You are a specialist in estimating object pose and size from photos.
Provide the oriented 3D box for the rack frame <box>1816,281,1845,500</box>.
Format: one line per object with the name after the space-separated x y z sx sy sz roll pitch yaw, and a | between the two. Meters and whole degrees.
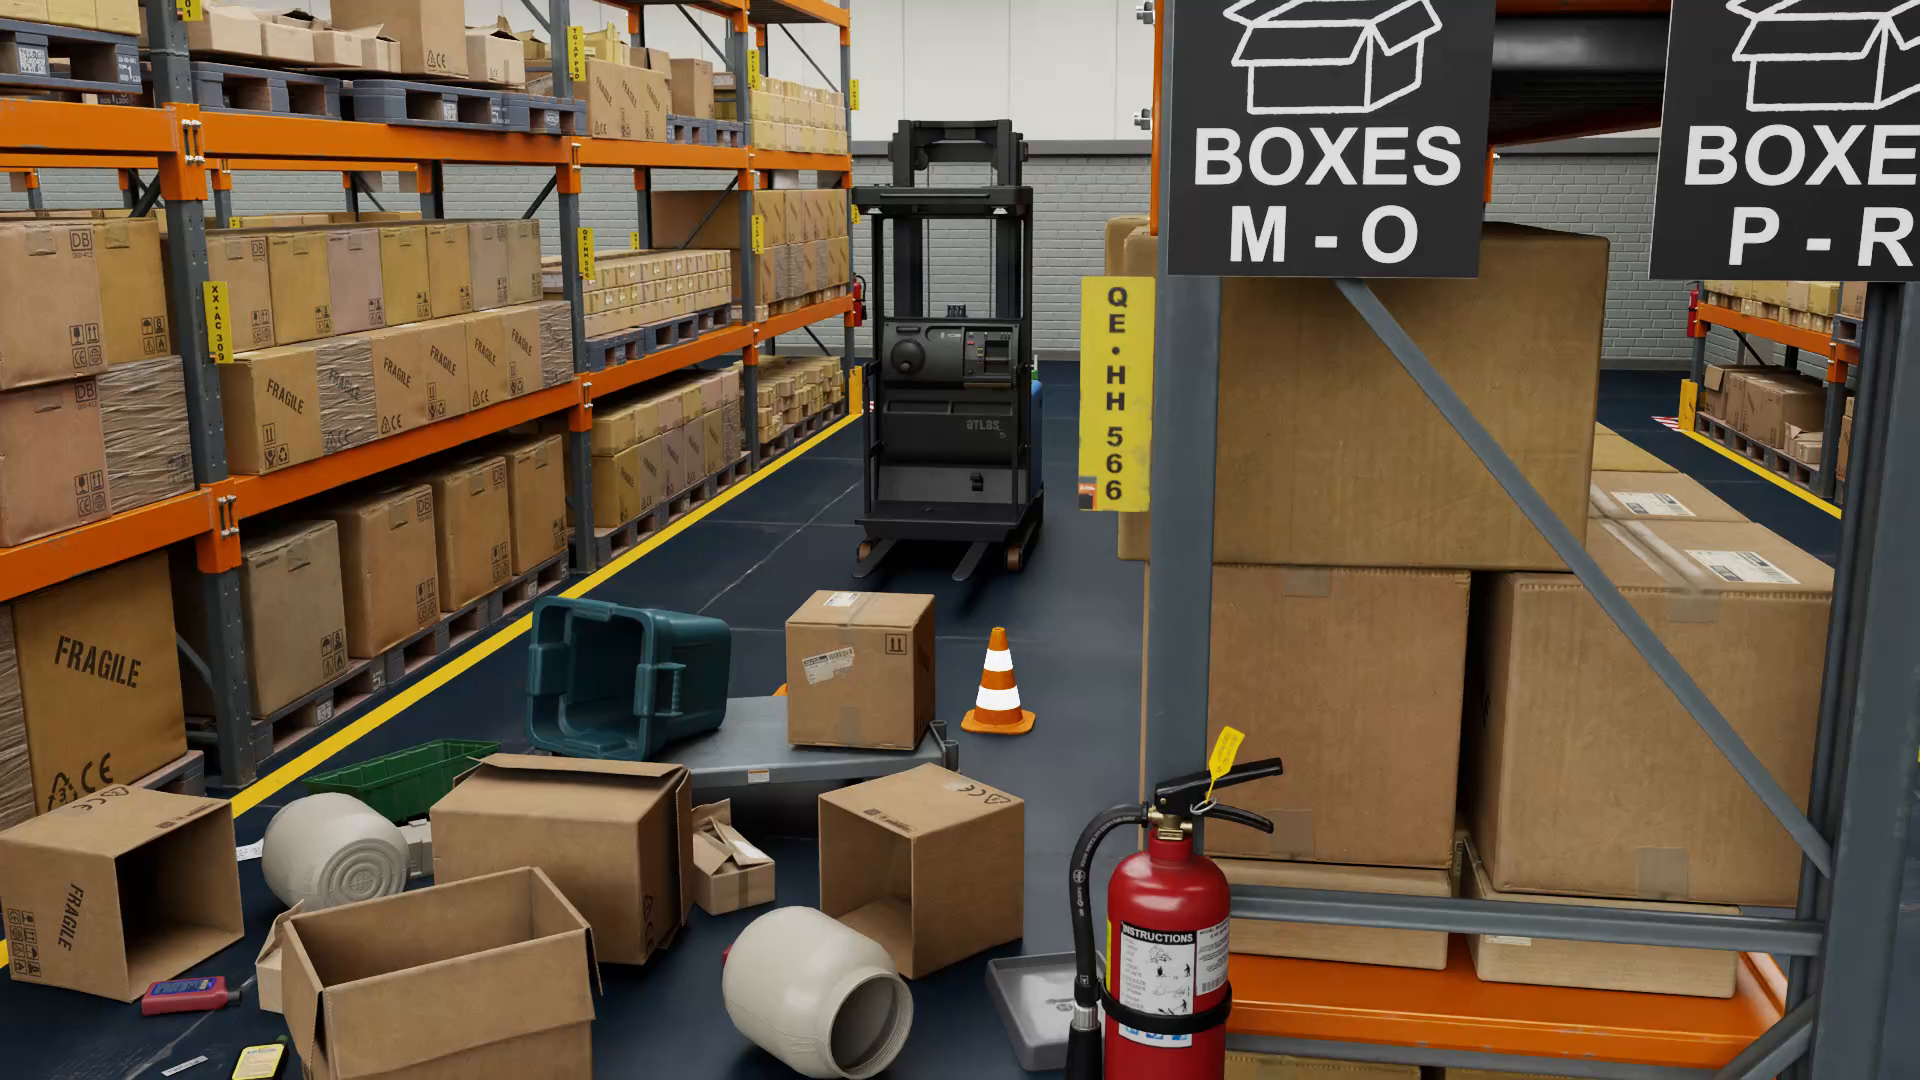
7.512 -1.795 13.204 1.000 3.000 0.127 2 12 9 | rack frame

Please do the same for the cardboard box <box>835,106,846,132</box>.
-1.504 -4.461 17.621 0.500 0.250 0.500 1 12 7 | cardboard box

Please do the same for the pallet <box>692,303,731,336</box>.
-2.561 -1.847 13.897 1.003 0.211 1.213 2 12 9 | pallet

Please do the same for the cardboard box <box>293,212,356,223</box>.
-6.987 -3.353 18.300 0.500 0.500 0.500 2 12 7 | cardboard box

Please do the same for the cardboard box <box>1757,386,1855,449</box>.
7.610 -1.094 14.888 0.700 0.500 0.500 1 12 7 | cardboard box

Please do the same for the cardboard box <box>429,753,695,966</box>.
-1.334 1.054 5.586 0.797 0.637 0.503 2 12 9 | cardboard box

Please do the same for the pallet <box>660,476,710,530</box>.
-2.603 -0.315 12.953 1.003 0.211 1.213 2 12 9 | pallet

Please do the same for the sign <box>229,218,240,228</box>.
-6.647 -2.788 15.251 0.100 0.325 0.005 2 12 9 | sign

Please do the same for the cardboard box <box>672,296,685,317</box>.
-2.362 -1.817 12.903 0.380 0.149 0.250 2 12 11 | cardboard box

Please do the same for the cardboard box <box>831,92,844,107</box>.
-1.445 -4.681 17.697 0.380 0.149 0.250 2 12 8 | cardboard box

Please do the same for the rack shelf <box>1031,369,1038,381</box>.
0.372 -1.234 12.895 0.258 0.148 0.480 8 14 31 | rack shelf

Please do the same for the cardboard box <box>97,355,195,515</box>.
-3.575 -0.426 6.492 0.875 0.550 0.550 2 12 9 | cardboard box

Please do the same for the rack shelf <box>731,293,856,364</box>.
-1.992 -2.159 16.601 1.077 0.370 4.000 2 12 9 | rack shelf

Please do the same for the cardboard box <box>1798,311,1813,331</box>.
7.347 -1.857 14.086 0.380 0.149 0.250 2 12 10 | cardboard box

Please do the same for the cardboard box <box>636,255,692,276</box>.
-2.332 -2.163 13.096 0.380 0.149 0.250 1 12 7 | cardboard box

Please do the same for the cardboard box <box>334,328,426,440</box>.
-3.027 -0.788 8.293 0.500 0.500 0.500 2 12 8 | cardboard box

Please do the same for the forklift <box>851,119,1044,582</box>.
-0.091 -1.301 11.075 1.130 2.935 3.031 2 12 8 | forklift

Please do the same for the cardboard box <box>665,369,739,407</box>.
-2.164 -1.281 13.976 0.500 0.250 0.500 2 12 7 | cardboard box

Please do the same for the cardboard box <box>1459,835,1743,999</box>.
1.018 0.601 2.679 0.380 0.149 0.250 2 12 9 | cardboard box

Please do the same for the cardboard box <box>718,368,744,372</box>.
-2.283 -1.657 16.921 0.380 0.149 0.250 2 12 10 | cardboard box

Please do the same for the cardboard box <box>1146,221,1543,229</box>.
0.710 -0.359 3.222 0.700 0.500 0.500 2 12 9 | cardboard box

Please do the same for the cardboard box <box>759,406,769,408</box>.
-1.977 -1.172 15.378 0.380 0.149 0.250 2 12 9 | cardboard box

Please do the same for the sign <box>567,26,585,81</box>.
-2.368 -3.000 10.259 0.100 0.325 0.005 2 12 9 | sign

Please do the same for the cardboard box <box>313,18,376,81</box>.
-3.399 -2.584 8.722 0.500 0.311 0.500 2 12 8 | cardboard box

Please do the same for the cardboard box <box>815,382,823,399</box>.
-1.629 -1.549 17.125 0.380 0.149 0.250 2 12 9 | cardboard box

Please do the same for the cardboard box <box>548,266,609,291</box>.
-2.613 -1.781 11.326 0.380 0.149 0.250 2 12 7 | cardboard box

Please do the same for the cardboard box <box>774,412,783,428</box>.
-1.909 -1.135 15.910 0.380 0.149 0.250 2 12 7 | cardboard box

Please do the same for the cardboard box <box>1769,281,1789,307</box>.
7.502 -2.190 14.683 0.500 0.250 0.500 2 12 8 | cardboard box

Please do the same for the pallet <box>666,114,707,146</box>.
-2.656 -3.128 12.715 1.213 0.211 1.003 2 12 9 | pallet

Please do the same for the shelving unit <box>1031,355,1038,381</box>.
0.372 -0.827 12.983 0.258 1.200 0.503 8 14 31 | shelving unit

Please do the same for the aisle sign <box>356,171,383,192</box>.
-6.855 -4.405 19.141 0.394 0.787 0.004 2 12 9 | aisle sign

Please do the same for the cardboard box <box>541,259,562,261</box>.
-3.091 -2.021 12.440 0.380 0.149 0.250 2 12 11 | cardboard box

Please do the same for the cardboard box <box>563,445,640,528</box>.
-2.554 -0.384 11.594 0.500 0.500 0.500 1 12 6 | cardboard box

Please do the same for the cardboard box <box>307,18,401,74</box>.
-3.033 -2.467 8.285 0.396 0.266 0.258 2 12 9 | cardboard box

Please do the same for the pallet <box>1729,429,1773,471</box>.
7.804 -0.830 15.343 1.003 0.211 1.213 2 12 9 | pallet

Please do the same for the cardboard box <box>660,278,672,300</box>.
-2.408 -1.909 12.623 0.380 0.149 0.250 2 12 11 | cardboard box

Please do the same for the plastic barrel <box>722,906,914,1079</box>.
-0.417 1.323 4.850 0.421 0.421 0.512 -10 16 -40 | plastic barrel

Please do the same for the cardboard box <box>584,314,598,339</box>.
-2.646 -1.431 11.114 0.380 0.149 0.250 2 12 8 | cardboard box

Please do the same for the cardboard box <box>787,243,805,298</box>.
-1.792 -2.591 15.952 0.500 0.500 0.500 2 12 7 | cardboard box

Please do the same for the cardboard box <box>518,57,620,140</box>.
-2.564 -2.888 10.915 0.500 0.500 0.500 2 12 9 | cardboard box

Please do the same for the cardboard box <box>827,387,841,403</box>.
-1.499 -1.566 17.910 0.380 0.149 0.250 2 12 10 | cardboard box

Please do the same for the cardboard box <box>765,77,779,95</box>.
-1.873 -4.142 15.196 0.380 0.149 0.250 2 12 7 | cardboard box

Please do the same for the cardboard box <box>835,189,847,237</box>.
-1.509 -3.507 17.830 0.500 0.500 0.500 2 12 7 | cardboard box

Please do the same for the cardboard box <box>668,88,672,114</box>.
-2.642 -3.546 13.424 0.500 0.311 0.500 2 12 8 | cardboard box

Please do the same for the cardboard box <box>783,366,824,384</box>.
-1.614 -1.693 17.089 0.380 0.149 0.250 2 12 11 | cardboard box

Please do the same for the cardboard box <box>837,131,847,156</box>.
-1.493 -4.217 17.678 0.500 0.250 0.500 2 12 7 | cardboard box

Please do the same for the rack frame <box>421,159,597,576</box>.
-2.915 -1.262 10.730 1.000 3.000 0.127 2 12 9 | rack frame

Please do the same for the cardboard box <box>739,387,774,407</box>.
-1.941 -1.318 15.345 0.380 0.149 0.250 3 12 11 | cardboard box

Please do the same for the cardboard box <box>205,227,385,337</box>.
-3.304 -1.283 8.216 0.700 0.500 0.500 2 12 9 | cardboard box

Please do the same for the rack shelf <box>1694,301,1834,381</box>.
7.820 -1.860 15.212 1.077 0.370 4.000 2 12 9 | rack shelf

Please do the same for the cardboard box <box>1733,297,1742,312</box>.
7.707 -2.285 16.071 0.380 0.149 0.250 2 12 10 | cardboard box

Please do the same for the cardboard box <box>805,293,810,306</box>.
-1.740 -2.462 16.895 0.380 0.149 0.250 1 12 6 | cardboard box

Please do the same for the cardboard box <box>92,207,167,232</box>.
-7.275 -2.683 14.702 0.797 0.503 0.637 2 12 7 | cardboard box

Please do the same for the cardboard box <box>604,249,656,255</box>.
-2.815 -2.401 14.202 0.380 0.149 0.250 3 12 12 | cardboard box

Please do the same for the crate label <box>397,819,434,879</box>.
-2.049 1.161 6.281 0.298 0.136 0.250 -7 14 -30 | crate label

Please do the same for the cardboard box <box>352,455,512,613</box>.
-3.228 -0.062 9.503 1.050 0.750 0.750 2 12 10 | cardboard box

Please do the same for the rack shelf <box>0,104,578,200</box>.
-3.222 -1.960 8.558 1.077 0.370 4.000 2 12 9 | rack shelf
